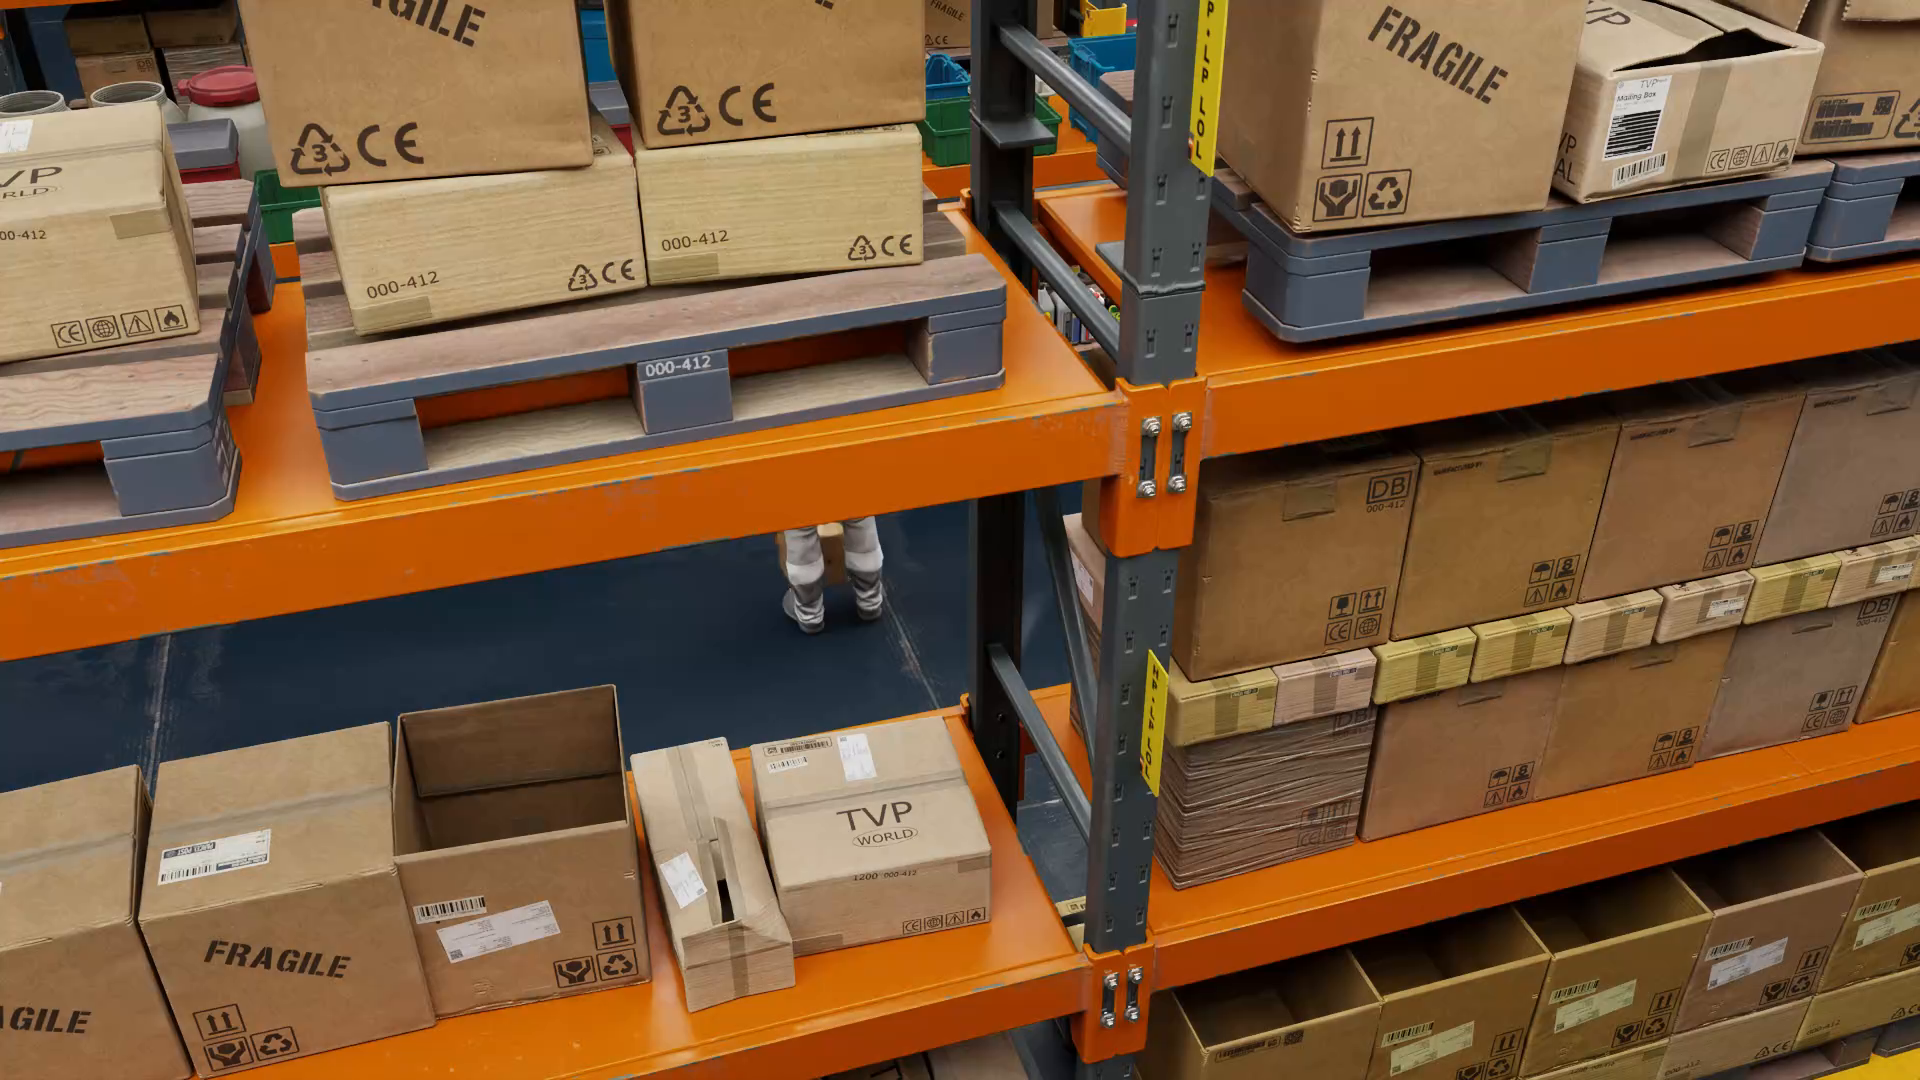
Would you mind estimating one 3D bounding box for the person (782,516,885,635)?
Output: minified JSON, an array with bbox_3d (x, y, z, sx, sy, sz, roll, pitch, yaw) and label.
[{"bbox_3d":[-0.566,-0.412,6.747,0.566,1.781,0.438,-11,35,-16],"label":"person"}]
